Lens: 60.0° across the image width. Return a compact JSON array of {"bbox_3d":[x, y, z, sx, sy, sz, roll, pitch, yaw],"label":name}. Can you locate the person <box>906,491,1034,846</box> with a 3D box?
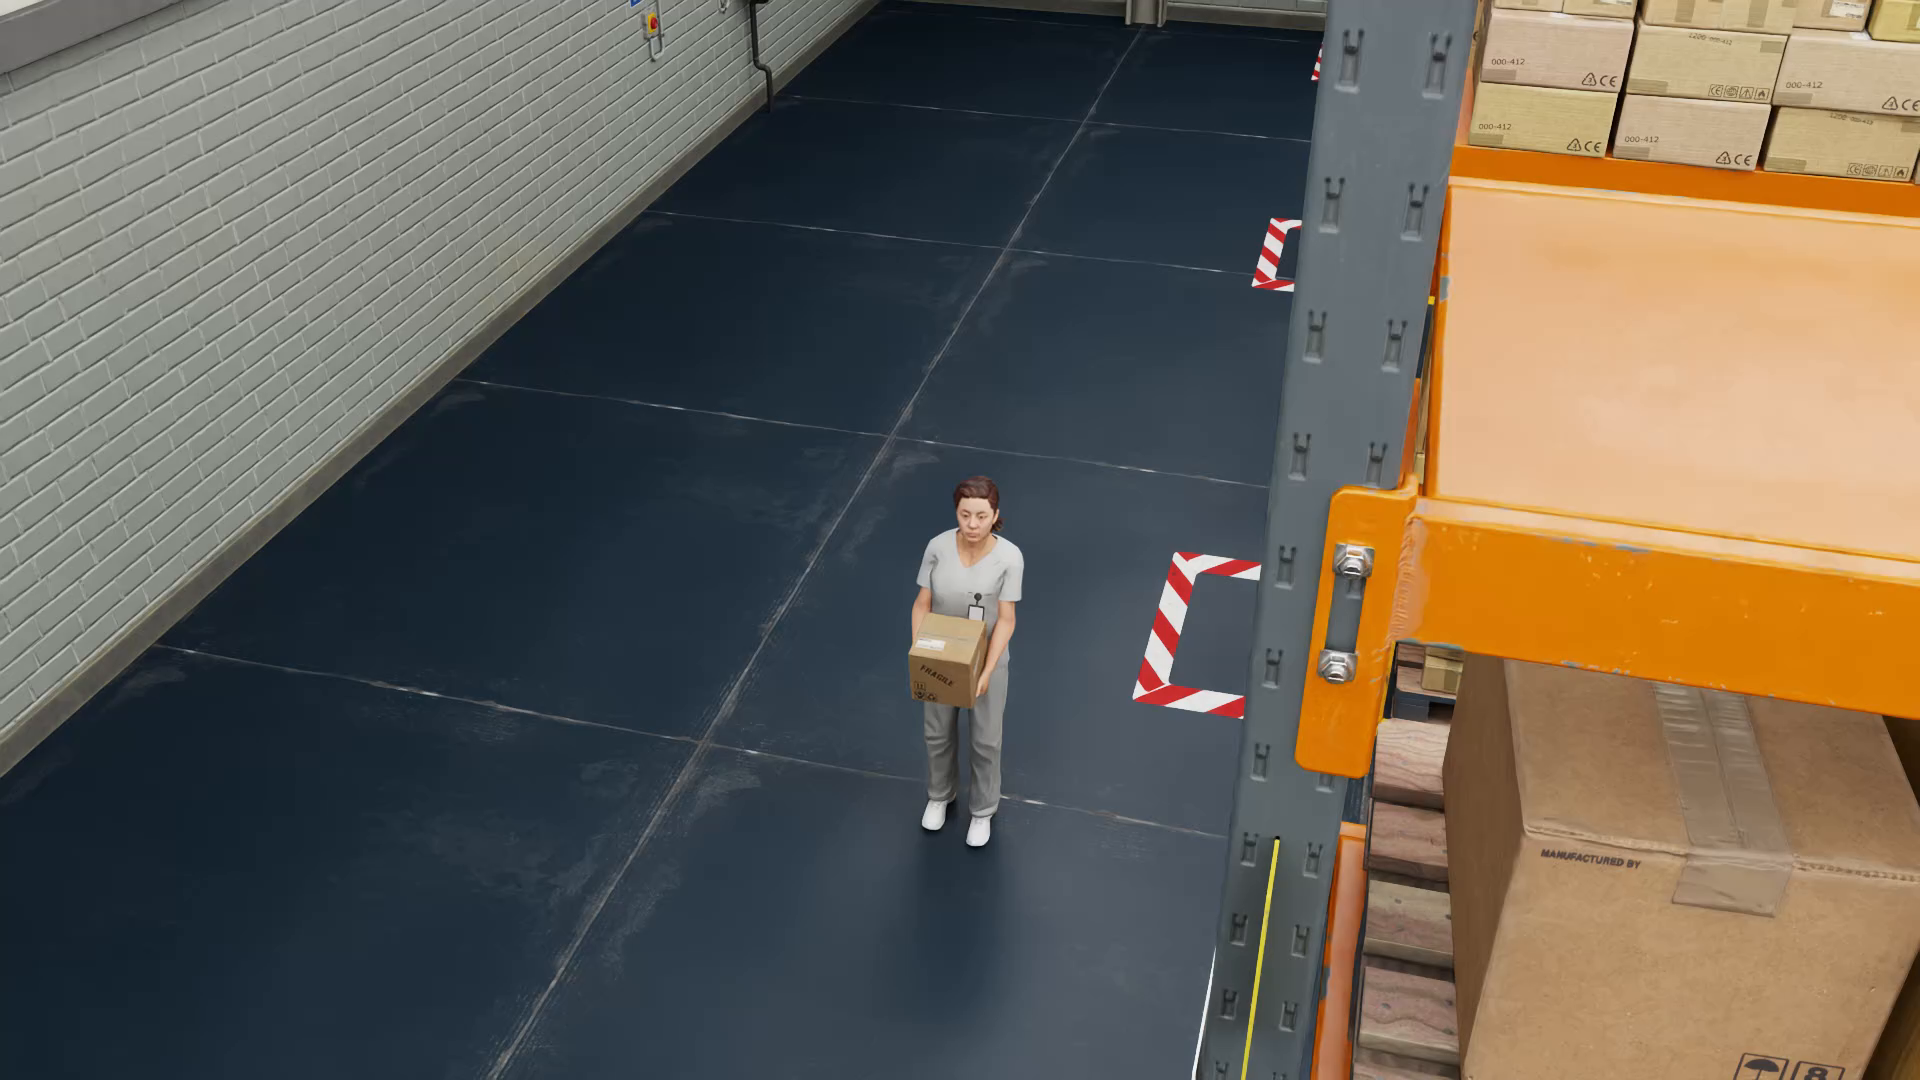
[{"bbox_3d":[0.035,0.517,6.860,0.514,1.672,0.411,6,33,10],"label":"person"}]
